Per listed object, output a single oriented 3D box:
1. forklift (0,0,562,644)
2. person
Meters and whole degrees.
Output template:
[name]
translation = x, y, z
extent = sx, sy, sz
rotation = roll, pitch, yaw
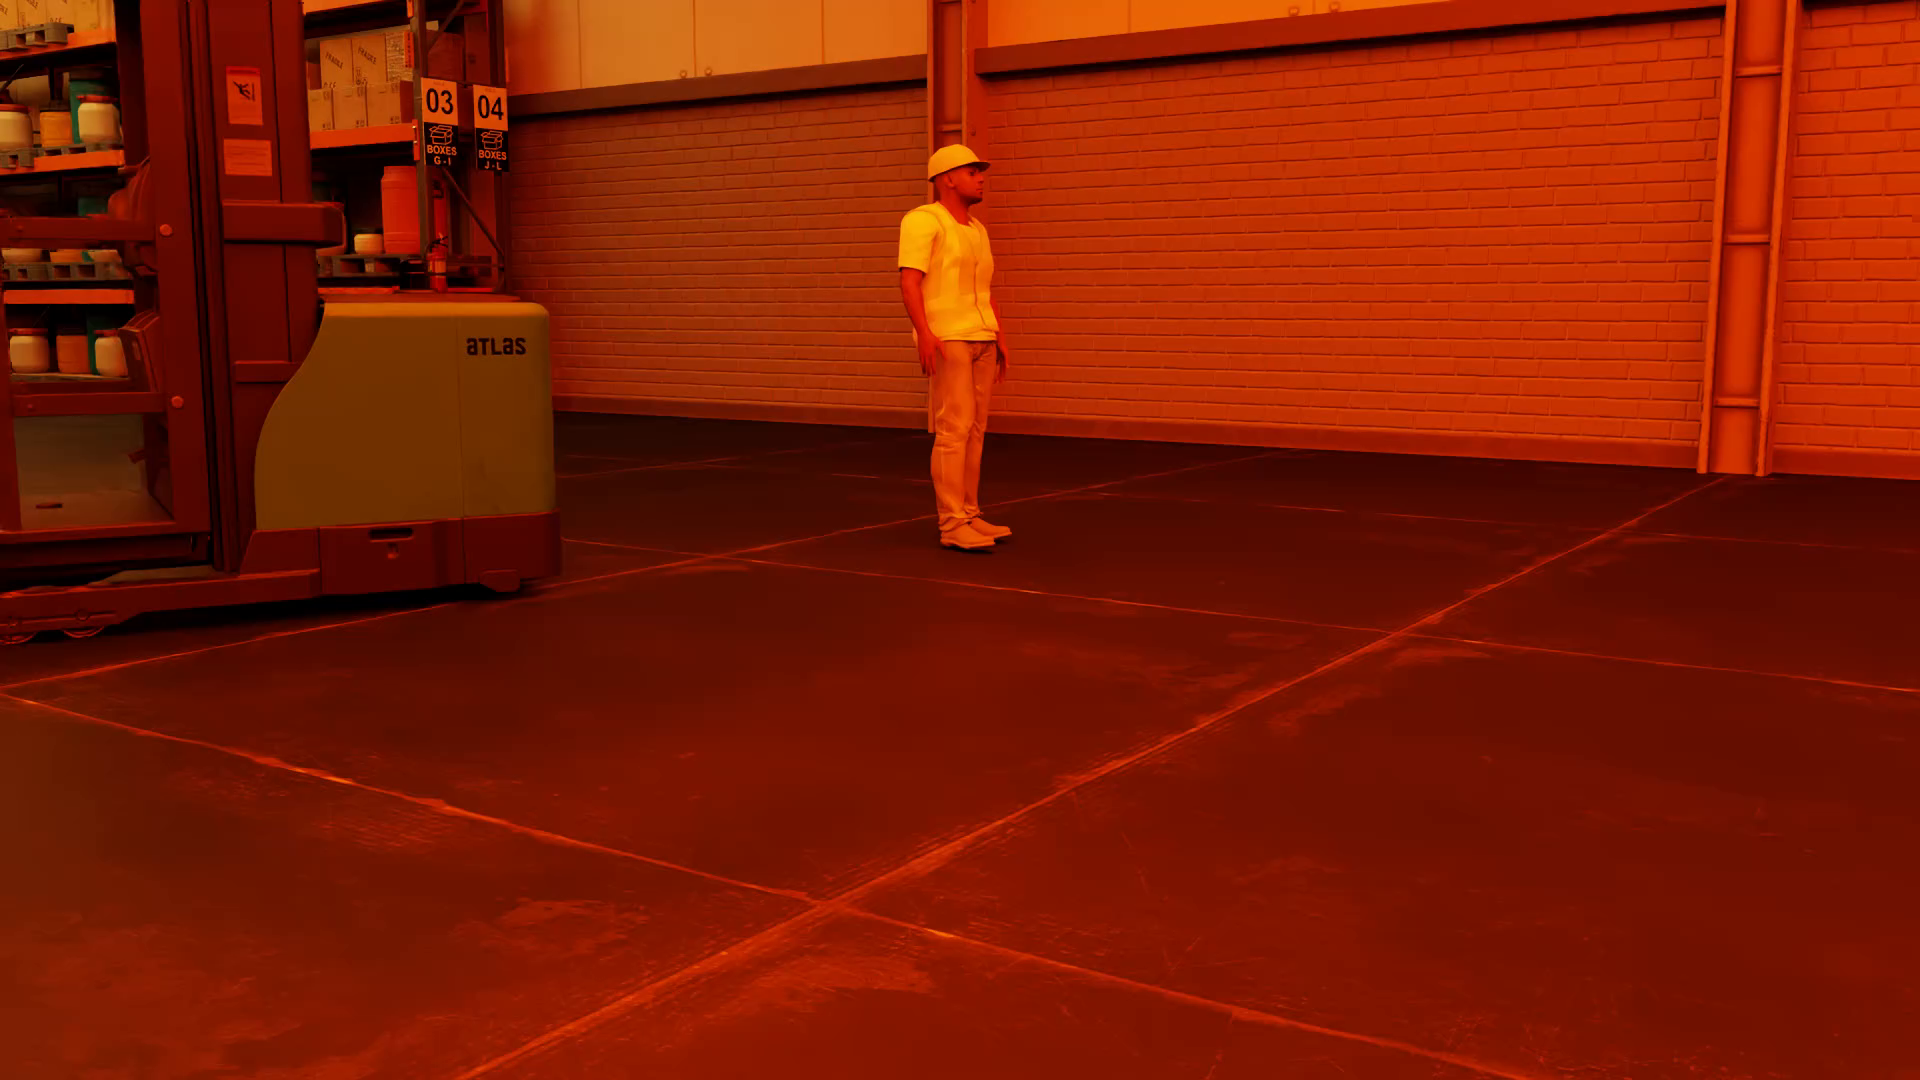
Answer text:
[forklift]
translation = -3.022, -1.205, 5.665
extent = 3.031, 2.935, 1.130
rotation = -5, 9, -30
[person]
translation = 0.055, -0.875, 7.435
extent = 0.575, 1.768, 0.666
rotation = 5, 10, 34
